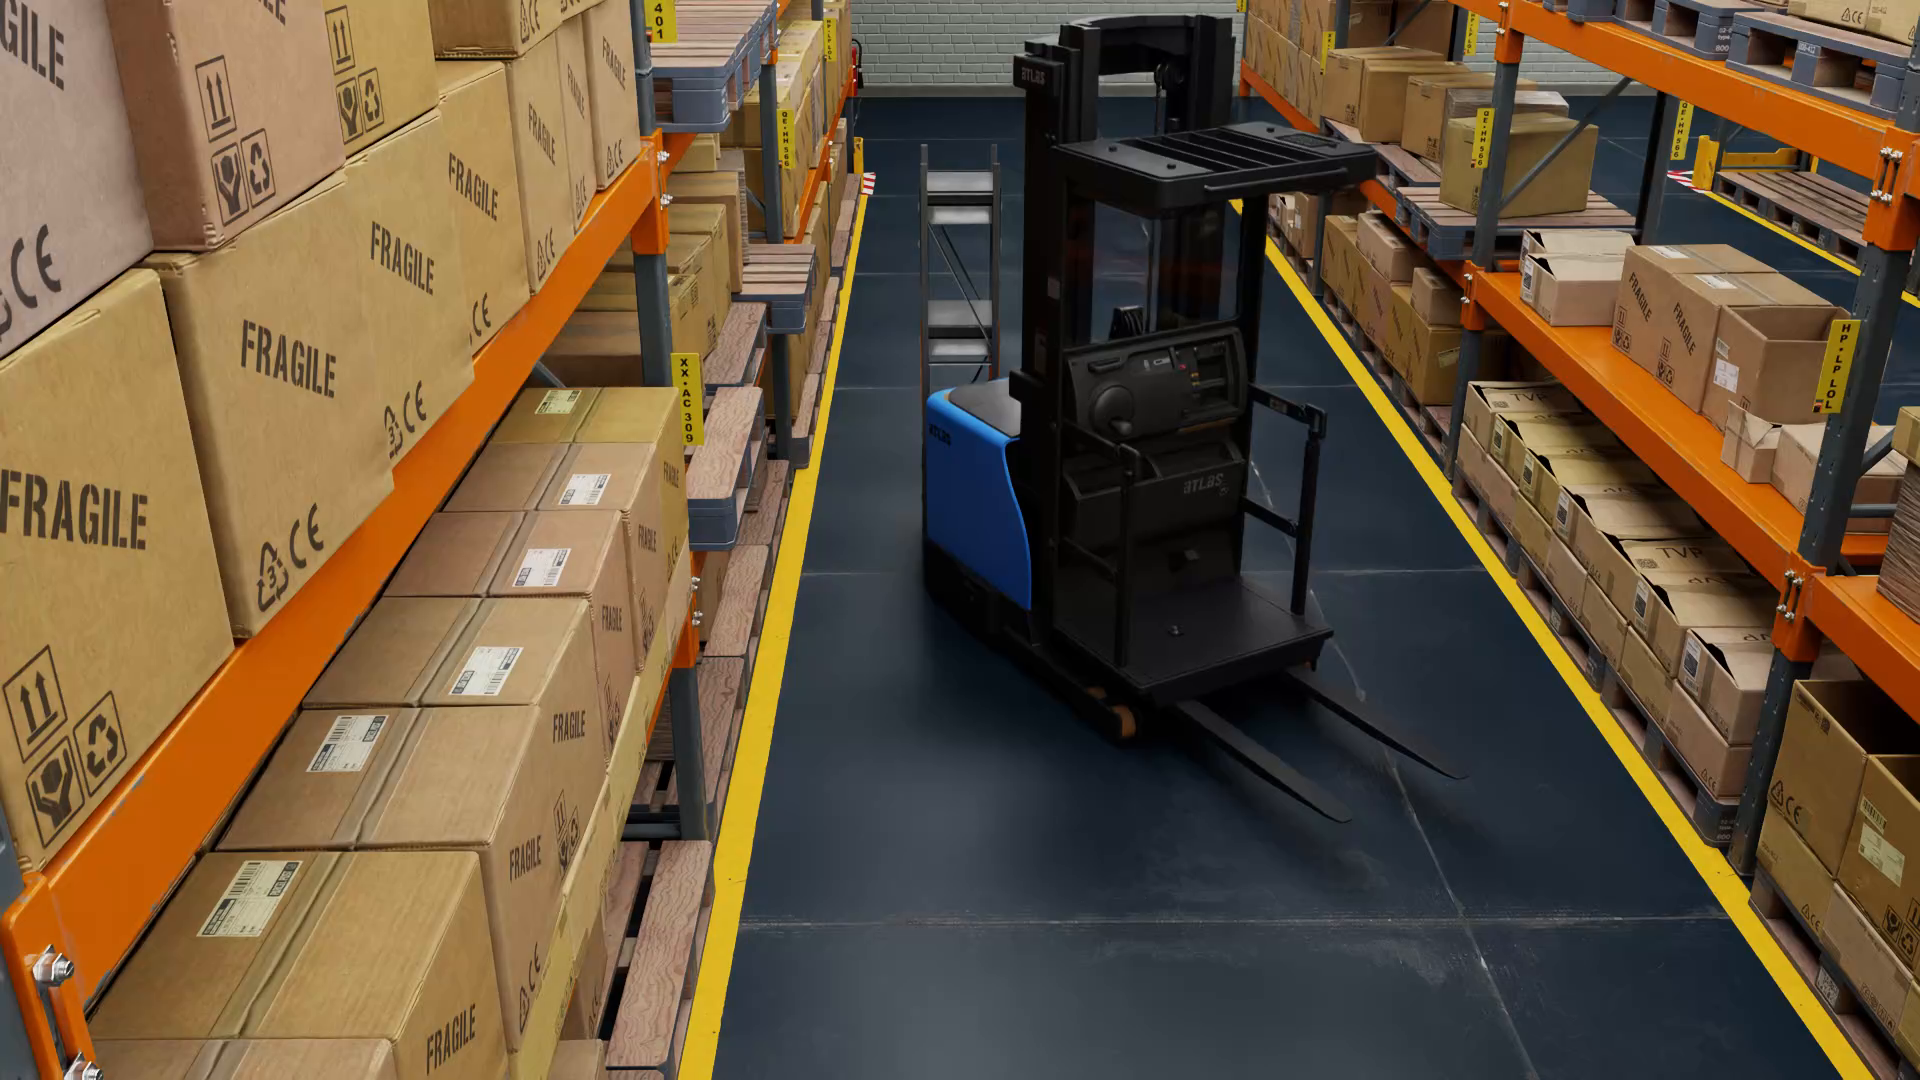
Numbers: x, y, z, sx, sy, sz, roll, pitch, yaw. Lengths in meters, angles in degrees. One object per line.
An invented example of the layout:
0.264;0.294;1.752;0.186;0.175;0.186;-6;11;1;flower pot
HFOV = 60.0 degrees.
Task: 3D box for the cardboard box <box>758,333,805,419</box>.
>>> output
-1.383;-1.236;10.442;0.750;0.750;0.750;-1;24;-1;cardboard box

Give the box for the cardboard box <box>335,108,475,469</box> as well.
-1.153;-0.420;2.753;0.500;0.500;0.500;1;24;2;cardboard box

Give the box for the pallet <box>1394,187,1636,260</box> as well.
3.369;-1.936;10.123;1.213;0.211;1.003;0;24;-1;pallet

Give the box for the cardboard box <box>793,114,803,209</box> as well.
-1.252;-2.328;10.251;0.500;0.500;0.500;1;24;1;cardboard box

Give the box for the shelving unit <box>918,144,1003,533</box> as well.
-0.002;-1.025;8.968;0.431;2.100;0.503;0;24;-1;shelving unit

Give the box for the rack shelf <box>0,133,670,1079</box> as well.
-1.441;-0.287;3.478;1.077;0.370;4.000;0;24;-1;rack shelf

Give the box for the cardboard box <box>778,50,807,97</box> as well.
-1.282;-3.079;11.000;0.500;0.250;0.500;-1;24;-2;cardboard box

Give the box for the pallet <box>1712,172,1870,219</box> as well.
8.283;-3.451;16.625;1.003;0.211;1.213;0;24;-1;pallet

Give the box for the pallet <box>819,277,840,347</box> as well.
-1.466;-1.781;12.931;1.003;0.211;1.213;0;24;-1;pallet

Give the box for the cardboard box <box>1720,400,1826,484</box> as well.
3.297;-0.396;6.650;0.396;0.266;0.258;-1;24;-2;cardboard box

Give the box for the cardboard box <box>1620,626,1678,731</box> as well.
3.192;0.587;7.139;0.500;0.250;0.500;-1;24;-1;cardboard box

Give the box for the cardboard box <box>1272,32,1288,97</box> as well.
3.118;-4.277;14.946;0.500;0.500;0.500;0;24;0;cardboard box

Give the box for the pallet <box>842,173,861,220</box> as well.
-1.507;-3.417;16.550;1.003;0.211;1.213;0;24;-1;pallet

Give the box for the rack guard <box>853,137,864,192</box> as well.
-1.594;-3.888;17.240;1.175;0.500;0.348;0;24;-1;rack guard

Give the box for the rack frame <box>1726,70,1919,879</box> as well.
3.490;-0.096;5.823;1.000;3.000;0.127;0;24;-1;rack frame

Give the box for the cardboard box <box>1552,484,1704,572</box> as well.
3.182;-0.083;7.940;0.500;0.311;0.500;-1;24;-1;cardboard box

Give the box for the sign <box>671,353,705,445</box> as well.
-0.920;-0.472;5.604;0.100;0.325;0.005;0;24;-1;sign

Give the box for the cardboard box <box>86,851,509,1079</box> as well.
-1.119;0.892;2.886;0.500;0.500;0.500;0;24;0;cardboard box

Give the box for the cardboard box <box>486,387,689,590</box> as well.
-1.149;-0.161;5.215;0.500;0.500;0.500;0;24;-1;cardboard box

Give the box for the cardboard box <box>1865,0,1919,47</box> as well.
3.493;-1.840;5.710;0.500;0.250;0.500;2;24;5;cardboard box

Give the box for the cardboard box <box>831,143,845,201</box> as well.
-1.481;-3.575;16.039;0.700;0.500;0.500;0;24;-1;cardboard box

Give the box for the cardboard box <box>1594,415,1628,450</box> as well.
3.711;-0.510;8.883;0.500;0.311;0.500;-1;24;-1;cardboard box

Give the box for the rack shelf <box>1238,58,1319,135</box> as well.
3.381;-3.889;15.082;1.077;0.370;4.000;0;24;-1;rack shelf

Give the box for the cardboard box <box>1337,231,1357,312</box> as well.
3.182;-2.034;12.607;0.500;0.500;0.500;0;24;0;cardboard box

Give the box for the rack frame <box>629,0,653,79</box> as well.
-1.463;-2.806;4.534;1.000;3.000;0.127;0;24;-1;rack frame

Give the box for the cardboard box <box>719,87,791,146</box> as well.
-1.254;-2.453;9.616;0.500;0.250;0.500;0;24;1;cardboard box

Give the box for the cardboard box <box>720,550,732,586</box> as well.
-1.523;-0.068;8.261;0.700;0.500;0.500;0;24;-1;cardboard box

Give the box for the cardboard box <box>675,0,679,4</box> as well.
-1.402;-2.410;6.667;0.500;0.500;0.500;-1;24;-2;cardboard box

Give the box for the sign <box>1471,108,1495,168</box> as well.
2.904;-2.230;9.231;0.100;0.325;0.005;0;24;-1;sign

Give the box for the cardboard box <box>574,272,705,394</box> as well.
-1.433;-0.759;6.632;0.700;0.500;0.500;2;24;5;cardboard box

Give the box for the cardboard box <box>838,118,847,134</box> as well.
-1.303;-4.025;16.246;0.380;0.149;0.250;-1;24;-1;cardboard box

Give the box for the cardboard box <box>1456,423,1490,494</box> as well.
3.159;-0.466;9.467;0.500;0.250;0.500;0;24;-1;cardboard box

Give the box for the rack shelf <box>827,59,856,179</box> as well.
-1.572;-3.865;15.029;1.077;0.370;4.000;0;24;-1;rack shelf

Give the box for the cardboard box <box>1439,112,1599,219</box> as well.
3.327;-2.240;9.933;0.700;0.500;0.500;-9;26;-18;cardboard box

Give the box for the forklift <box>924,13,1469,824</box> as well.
0.987;-0.665;7.163;1.130;2.935;3.031;-13;28;-27;forklift

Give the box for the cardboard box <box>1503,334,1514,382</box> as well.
3.716;-1.211;10.786;0.500;0.500;0.500;-1;24;-2;cardboard box

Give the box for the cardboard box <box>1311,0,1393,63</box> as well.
3.139;-4.101;13.343;0.500;0.500;0.500;0;24;0;cardboard box

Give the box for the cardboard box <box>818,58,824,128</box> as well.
-1.293;-3.370;12.555;0.500;0.500;0.500;-1;24;-1;cardboard box

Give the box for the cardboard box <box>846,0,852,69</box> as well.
-1.578;-4.944;16.177;0.980;0.700;0.700;1;24;2;cardboard box

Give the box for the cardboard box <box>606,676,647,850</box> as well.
-1.137;0.593;4.456;0.500;0.250;0.500;0;24;-1;cardboard box

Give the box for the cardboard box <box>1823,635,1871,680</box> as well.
3.735;0.538;6.566;0.500;0.311;0.500;0;24;0;cardboard box

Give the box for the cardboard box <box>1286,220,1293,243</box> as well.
3.049;-2.682;14.466;0.380;0.149;0.250;0;24;-1;cardboard box

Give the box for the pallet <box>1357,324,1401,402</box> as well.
3.466;-1.283;11.831;1.003;0.211;1.213;0;24;-1;pallet

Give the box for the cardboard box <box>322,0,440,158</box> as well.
-1.152;-0.879;2.555;0.500;0.500;0.500;0;24;1;cardboard box

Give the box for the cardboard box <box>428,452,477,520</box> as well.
-1.665;0.053;4.741;0.500;0.500;0.500;0;24;-1;cardboard box

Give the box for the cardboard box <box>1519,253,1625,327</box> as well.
3.263;-1.334;8.669;0.500;0.311;0.500;-1;24;-1;cardboard box

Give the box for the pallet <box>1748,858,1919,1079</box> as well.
3.457;1.502;5.672;1.003;0.211;1.213;0;24;-1;pallet

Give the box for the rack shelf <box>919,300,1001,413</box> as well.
-0.002;-1.012;8.974;0.431;0.518;0.480;0;24;-1;rack shelf

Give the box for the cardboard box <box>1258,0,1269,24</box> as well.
3.114;-5.143;15.646;0.500;0.500;0.500;0;24;0;cardboard box

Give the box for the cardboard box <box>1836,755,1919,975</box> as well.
3.196;1.022;5.267;0.500;0.500;0.500;0;24;-1;cardboard box
